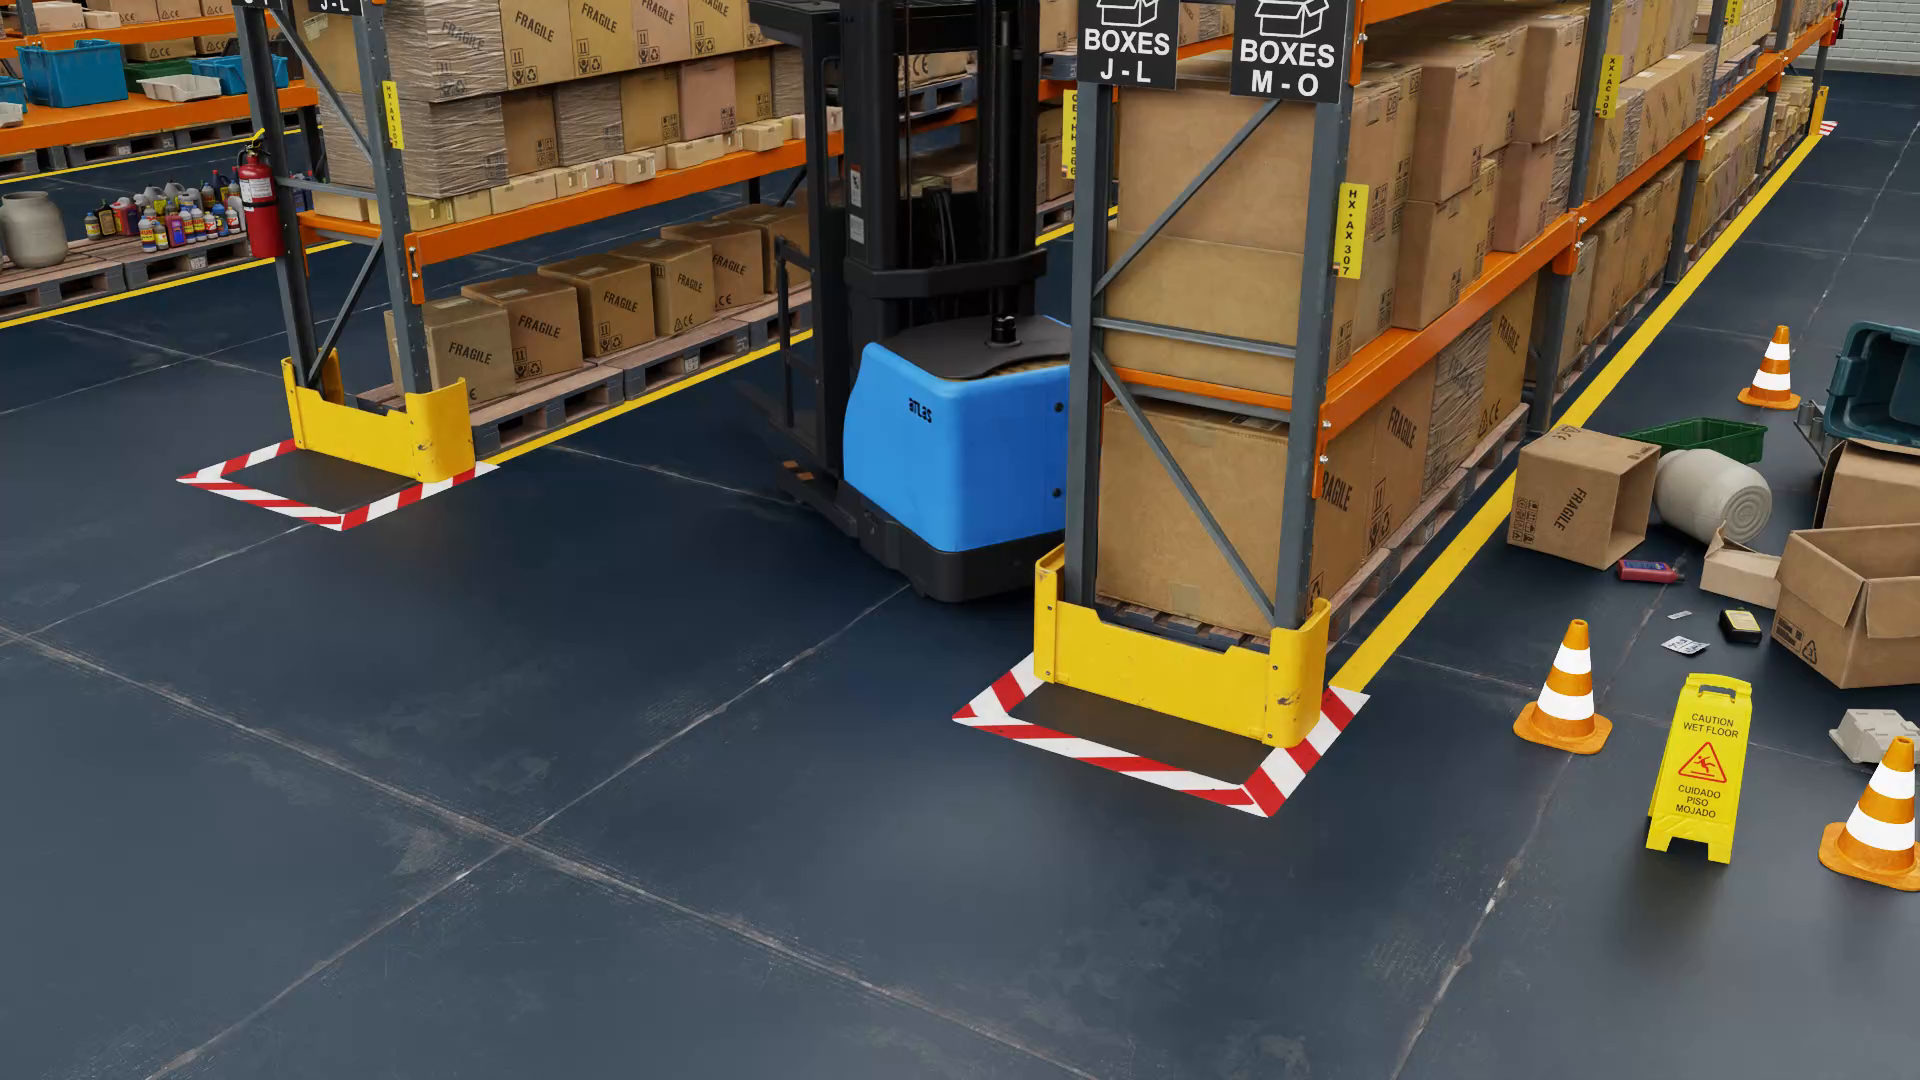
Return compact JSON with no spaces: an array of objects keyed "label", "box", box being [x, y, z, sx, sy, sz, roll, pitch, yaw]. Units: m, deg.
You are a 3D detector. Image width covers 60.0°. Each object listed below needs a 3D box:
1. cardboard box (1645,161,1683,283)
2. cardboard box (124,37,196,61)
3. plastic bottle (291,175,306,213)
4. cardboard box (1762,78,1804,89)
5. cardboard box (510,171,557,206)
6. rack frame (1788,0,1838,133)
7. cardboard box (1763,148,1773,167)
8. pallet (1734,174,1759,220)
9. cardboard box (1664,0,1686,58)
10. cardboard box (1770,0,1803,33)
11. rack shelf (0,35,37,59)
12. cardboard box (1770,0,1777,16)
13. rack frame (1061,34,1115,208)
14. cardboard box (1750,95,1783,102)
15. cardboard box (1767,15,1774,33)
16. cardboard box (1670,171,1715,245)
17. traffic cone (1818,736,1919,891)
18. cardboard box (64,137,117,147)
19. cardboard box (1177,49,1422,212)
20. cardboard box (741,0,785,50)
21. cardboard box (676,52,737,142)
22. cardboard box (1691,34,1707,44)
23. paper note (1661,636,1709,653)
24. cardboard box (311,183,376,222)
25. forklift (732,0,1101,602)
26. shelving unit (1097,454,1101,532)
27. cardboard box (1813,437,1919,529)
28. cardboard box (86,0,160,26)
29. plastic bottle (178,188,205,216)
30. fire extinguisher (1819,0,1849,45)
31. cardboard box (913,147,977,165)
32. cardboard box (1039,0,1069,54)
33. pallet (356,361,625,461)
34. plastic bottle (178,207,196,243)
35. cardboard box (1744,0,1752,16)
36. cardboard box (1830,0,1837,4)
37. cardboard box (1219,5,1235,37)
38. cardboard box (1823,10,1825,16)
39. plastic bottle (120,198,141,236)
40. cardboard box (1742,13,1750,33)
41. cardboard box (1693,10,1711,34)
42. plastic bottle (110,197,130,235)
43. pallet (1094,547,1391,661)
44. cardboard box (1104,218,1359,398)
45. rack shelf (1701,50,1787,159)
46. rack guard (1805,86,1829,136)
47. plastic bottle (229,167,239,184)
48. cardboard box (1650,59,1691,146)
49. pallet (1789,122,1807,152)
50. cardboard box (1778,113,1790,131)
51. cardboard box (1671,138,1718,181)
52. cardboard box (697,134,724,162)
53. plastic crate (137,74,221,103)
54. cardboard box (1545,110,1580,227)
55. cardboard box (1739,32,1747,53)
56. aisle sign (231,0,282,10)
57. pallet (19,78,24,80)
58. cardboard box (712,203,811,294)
[{"label":"cardboard box","box":[4.705,-2.427,12.384,1.050,0.750,0.750,13,27,28]},{"label":"cardboard box","box":[-11.183,-7.068,22.979,0.750,0.750,0.750,13,27,28]},{"label":"plastic bottle","box":[-5.572,-2.859,13.859,0.144,0.351,0.185,12,26,26]},{"label":"cardboard box","box":[9.077,-5.007,18.350,0.380,0.149,0.250,14,27,30]},{"label":"cardboard box","box":[-2.518,-2.008,9.430,0.380,0.149,0.250,14,27,29]},{"label":"rack frame","box":[9.322,-6.154,18.689,1.000,3.000,0.127,14,27,29]},{"label":"cardboard box","box":[7.677,-3.744,16.182,0.380,0.149,0.250,13,26,27]},{"label":"pallet","box":[6.803,-3.261,15.517,1.003,0.211,1.213,14,27,29]},{"label":"cardboard box","box":[4.591,-3.638,11.493,0.700,0.500,0.500,13,27,28]},{"label":"cardboard box","box":[7.688,-5.100,15.756,0.500,0.500,0.500,13,27,28]},{"label":"rack shelf","box":[-10.637,-4.249,15.195,1.077,0.370,4.000,14,27,29]},{"label":"cardboard box","box":[7.170,-4.842,15.072,0.380,0.149,0.250,15,27,31]},{"label":"rack frame","box":[0.942,-4.527,14.932,1.000,3.000,0.127,14,27,29]},{"label":"cardboard box","box":[8.253,-4.481,17.136,0.380,0.149,0.250,13,26,27]},{"label":"cardboard box","box":[7.171,-4.706,15.132,0.380,0.149,0.250,13,27,28]},{"label":"cardboard box","box":[5.692,-2.685,13.293,0.500,0.500,0.500,13,26,27]},{"label":"traffic cone","box":[3.150,0.881,5.634,0.336,0.463,0.334,14,27,29]},{"label":"cardboard box","box":[-9.159,-4.269,17.269,0.500,0.250,0.500,13,27,28]},{"label":"cardboard box","box":[1.323,-1.640,6.715,0.875,0.550,0.550,14,27,29]},{"label":"cardboard box","box":[-1.434,-3.440,10.661,0.500,0.500,0.500,14,27,29]},{"label":"cardboard box","box":[-1.930,-2.869,10.602,0.875,0.500,0.500,14,27,29]},{"label":"cardboard box","box":[5.528,-3.789,12.639,0.380,0.149,0.250,15,28,31]},{"label":"paper note","box":[3.130,0.450,7.173,0.142,0.017,0.144,-17,29,-35]},{"label":"cardboard box","box":[-3.303,-1.851,9.067,0.380,0.149,0.250,14,27,29]},{"label":"forklift","box":[-0.337,-1.612,8.284,1.130,2.935,3.031,-12,26,-26]},{"label":"shelving unit","box":[0.709,-0.348,7.426,0.258,1.200,0.503,15,29,30]},{"label":"cardboard box","box":[4.403,-0.108,7.695,0.797,0.637,0.503,14,27,29]},{"label":"cardboard box","box":[-8.885,-5.734,17.593,0.500,0.500,0.500,16,28,33]},{"label":"plastic bottle","box":[-6.339,-2.752,13.706,0.152,0.276,0.135,14,27,29]},{"label":"fire extinguisher","box":[9.847,-5.935,18.752,0.296,0.674,0.183,14,27,29]},{"label":"cardboard box","box":[0.030,-2.969,13.925,0.700,0.500,0.500,16,28,33]},{"label":"cardboard box","box":[0.481,-4.366,13.905,0.700,0.500,0.500,19,30,37]},{"label":"pallet","box":[-2.779,-0.840,9.924,1.003,0.211,1.213,14,27,29]},{"label":"plastic bottle","box":[-6.084,-2.477,13.077,0.097,0.271,0.097,0,23,0]},{"label":"cardboard box","box":[6.337,-4.447,13.785,0.380,0.149,0.250,13,27,28]},{"label":"cardboard box","box":[9.304,-6.131,18.135,0.500,0.500,0.500,14,27,30]},{"label":"cardboard box","box":[2.500,-5.365,16.741,0.500,0.500,0.500,14,27,28]},{"label":"cardboard box","box":[9.227,-5.793,18.172,0.380,0.149,0.250,14,27,29]},{"label":"plastic bottle","box":[-6.643,-2.589,13.321,0.061,0.283,0.133,14,27,29]},{"label":"cardboard box","box":[6.345,-4.316,13.856,0.380,0.149,0.250,15,28,31]},{"label":"cardboard box","box":[5.513,-3.921,12.570,0.380,0.149,0.250,14,27,29]},{"label":"plastic bottle","box":[-6.733,-2.608,13.373,0.152,0.276,0.135,14,27,29]},{"label":"pallet","box":[1.238,0.240,7.430,1.003,0.211,1.213,14,27,29]},{"label":"cardboard box","box":[1.040,-0.957,6.496,0.875,0.550,0.550,14,27,29]},{"label":"rack shelf","box":[6.157,-3.799,14.154,1.077,0.370,4.000,14,27,29]},{"label":"rack guard","box":[9.282,-4.981,19.127,1.175,0.500,0.348,14,27,29]},{"label":"plastic bottle","box":[-6.154,-3.016,14.221,0.144,0.351,0.185,15,27,30]},{"label":"cardboard box","box":[4.565,-2.954,11.173,0.500,0.500,0.500,13,27,28]},{"label":"pallet","box":[8.824,-4.582,18.568,1.003,0.211,1.213,14,27,29]},{"label":"cardboard box","box":[8.327,-4.324,17.149,0.380,0.149,0.250,14,27,29]},{"label":"cardboard box","box":[5.672,-3.025,13.137,0.500,0.250,0.500,13,26,27]},{"label":"cardboard box","box":[-1.733,-2.516,10.603,0.380,0.149,0.250,14,27,29]},{"label":"plastic crate","box":[-6.017,-3.493,12.875,0.530,0.136,0.437,14,27,29]},{"label":"cardboard box","box":[2.808,-2.045,9.010,0.875,0.550,0.550,14,27,29]},{"label":"cardboard box","box":[6.346,-4.175,13.907,0.380,0.149,0.250,13,27,27]},{"label":"aisle sign","box":[-3.566,-3.062,8.275,0.394,0.787,0.004,14,27,29]},{"label":"pallet","box":[-12.096,-6.098,22.071,1.003,0.211,1.213,14,27,29]},{"label":"cardboard box","box":[-1.413,-2.096,11.934,0.500,0.500,0.500,13,27,27]}]
